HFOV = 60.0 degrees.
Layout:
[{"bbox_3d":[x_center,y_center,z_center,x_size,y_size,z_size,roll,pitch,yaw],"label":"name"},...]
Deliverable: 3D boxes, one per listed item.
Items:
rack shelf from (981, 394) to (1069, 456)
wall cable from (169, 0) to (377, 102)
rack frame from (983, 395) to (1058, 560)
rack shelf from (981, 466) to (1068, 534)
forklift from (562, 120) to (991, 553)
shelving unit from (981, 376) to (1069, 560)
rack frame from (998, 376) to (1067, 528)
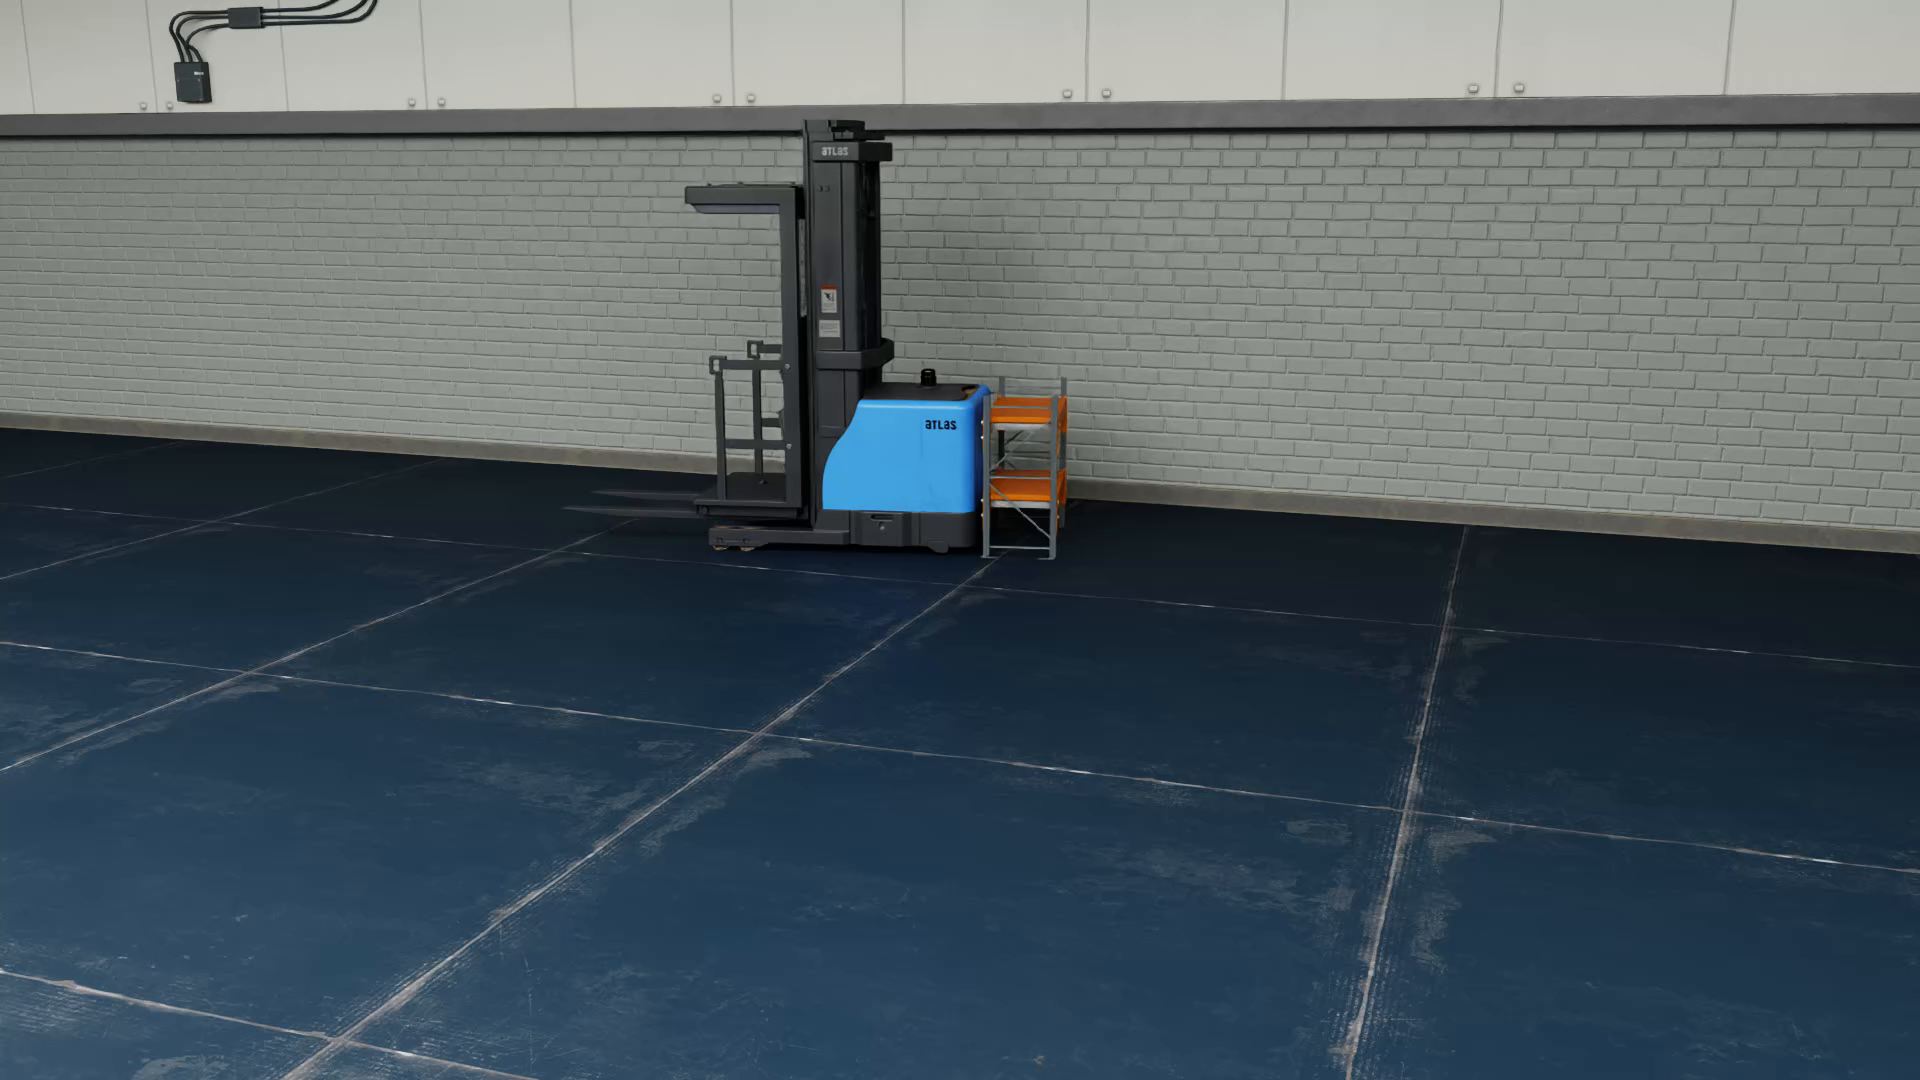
[{"bbox_3d":[0.471,-0.819,11.732,0.538,0.278,1.000,2,13,7],"label":"rack shelf"},{"bbox_3d":[-6.144,-6.910,14.396,2.305,6.003,0.169,4,14,18],"label":"wall cable"},{"bbox_3d":[0.410,-0.421,11.305,0.500,1.125,0.032,2,13,7],"label":"rack frame"},{"bbox_3d":[0.471,-0.295,11.851,0.538,0.278,1.000,2,13,7],"label":"rack shelf"},{"bbox_3d":[-1.327,-1.466,11.824,3.031,2.935,1.130,2,13,8],"label":"forklift"},{"bbox_3d":[0.471,-0.533,11.797,0.538,1.125,1.048,2,13,7],"label":"shelving unit"},{"bbox_3d":[0.532,-0.646,12.289,0.500,1.125,0.032,2,13,7],"label":"rack frame"}]
